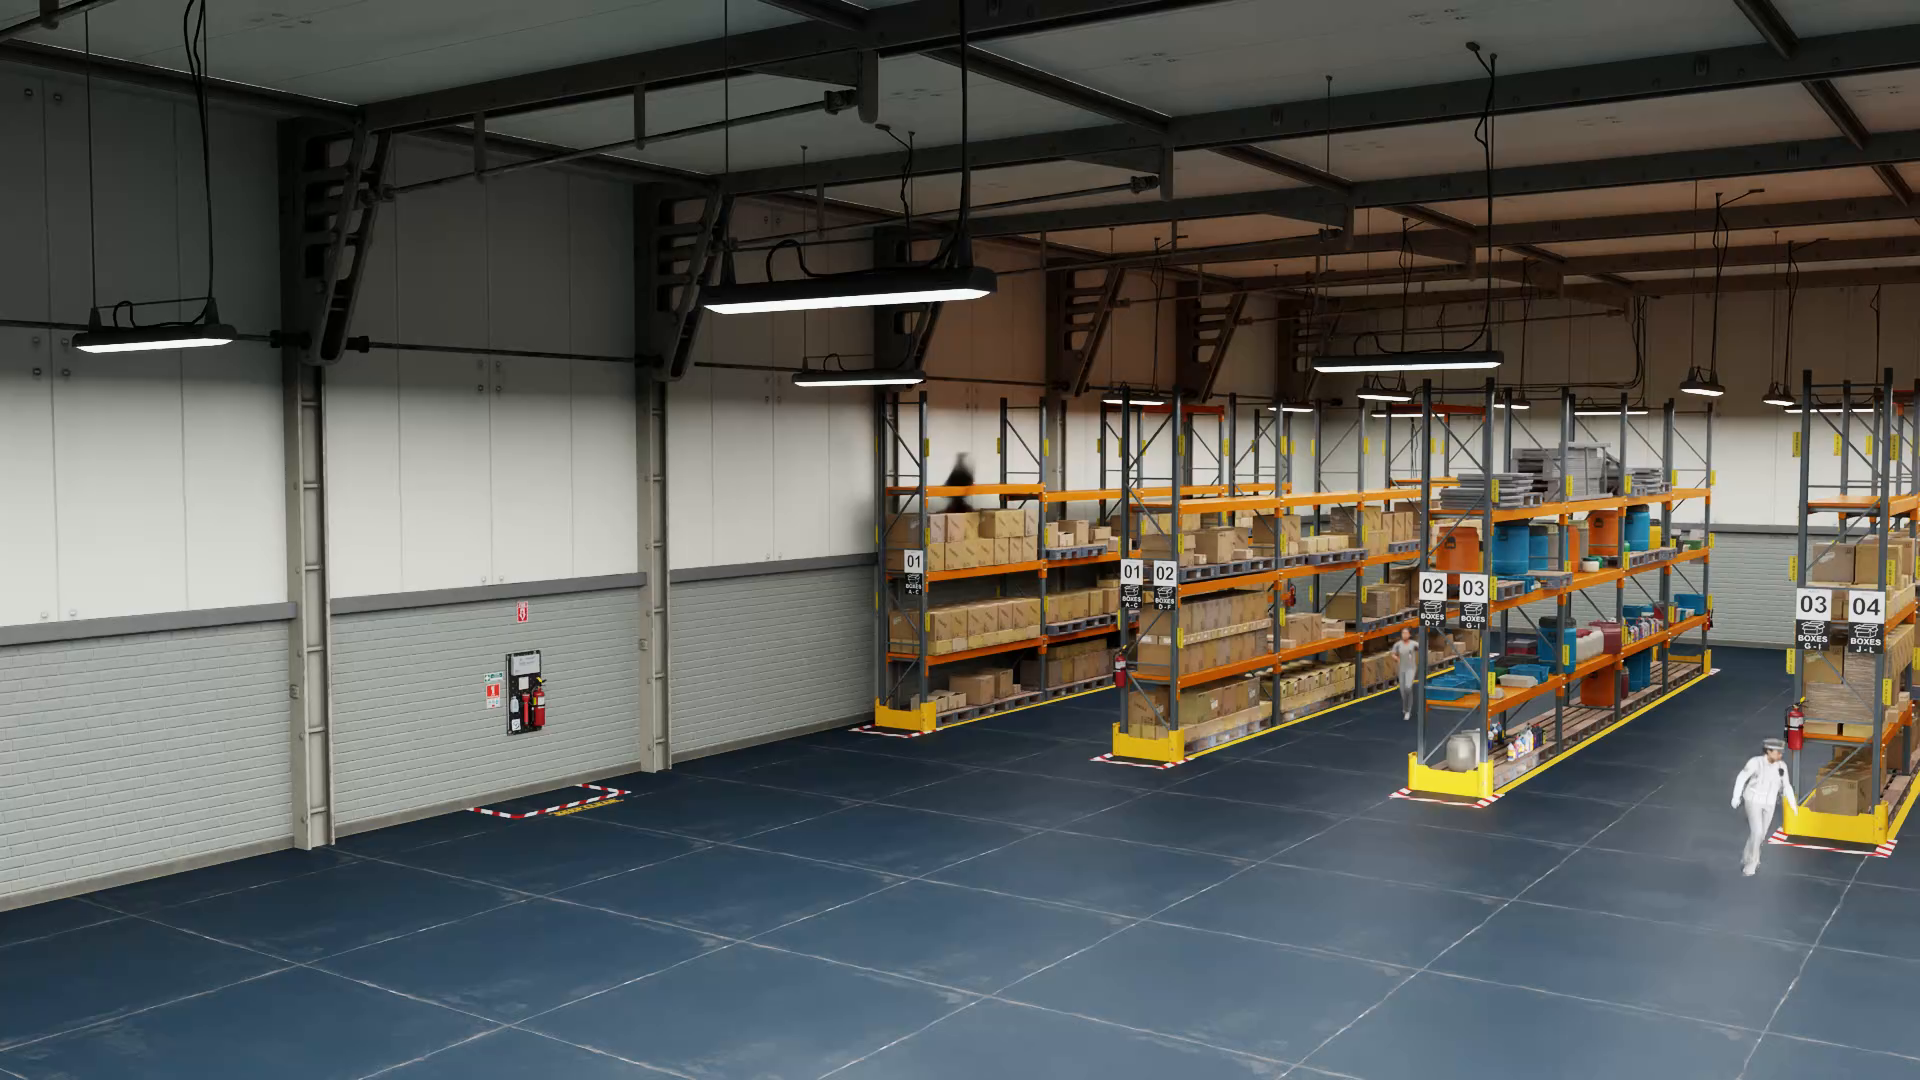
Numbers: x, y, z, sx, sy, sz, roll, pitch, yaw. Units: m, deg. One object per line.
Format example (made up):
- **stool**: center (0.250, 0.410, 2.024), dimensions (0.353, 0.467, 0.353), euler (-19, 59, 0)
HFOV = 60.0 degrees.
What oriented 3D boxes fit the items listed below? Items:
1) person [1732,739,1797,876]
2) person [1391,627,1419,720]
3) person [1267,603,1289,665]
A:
- **person**: center (9.462, 3.122, 19.605), dimensions (0.588, 1.626, 0.712), euler (0, 3, -6)
- **person**: center (8.287, 2.458, 30.827), dimensions (0.543, 1.713, 0.817), euler (2, 4, 28)
- **person**: center (6.795, 2.176, 35.530), dimensions (0.625, 1.775, 0.832), euler (3, 4, 40)
